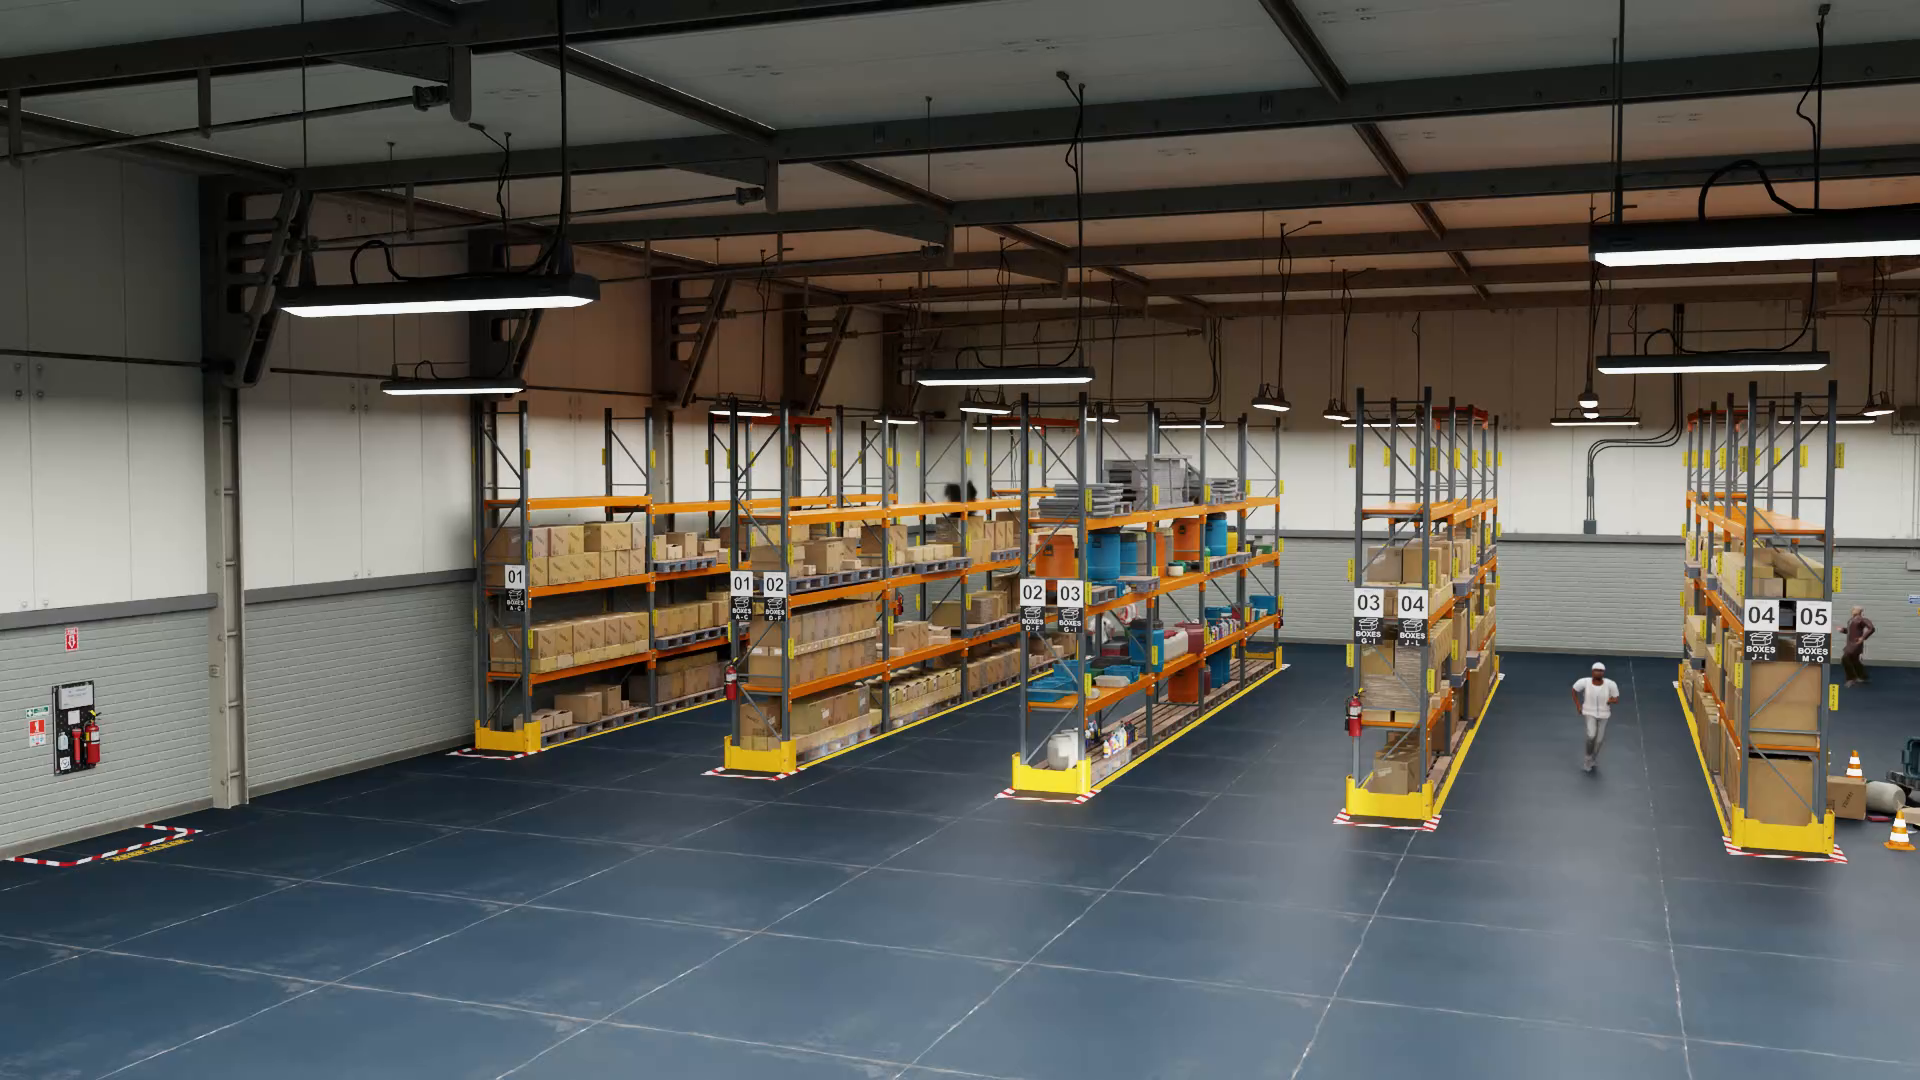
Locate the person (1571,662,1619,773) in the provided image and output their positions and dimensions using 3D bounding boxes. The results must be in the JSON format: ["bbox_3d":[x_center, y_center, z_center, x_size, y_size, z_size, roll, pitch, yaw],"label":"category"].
[{"bbox_3d":[10.196,2.837,26.646,0.680,1.766,0.758,0,3,9],"label":"person"}]

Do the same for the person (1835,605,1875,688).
[{"bbox_3d":[19.655,2.340,36.546,0.776,1.826,0.685,1,3,10],"label":"person"}]

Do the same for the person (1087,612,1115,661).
[{"bbox_3d":[3.147,2.304,37.251,0.575,1.648,0.938,1,3,16],"label":"person"}]

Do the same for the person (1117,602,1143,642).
[{"bbox_3d":[4.193,2.131,41.266,0.710,1.783,0.859,-1,3,-16],"label":"person"}]
